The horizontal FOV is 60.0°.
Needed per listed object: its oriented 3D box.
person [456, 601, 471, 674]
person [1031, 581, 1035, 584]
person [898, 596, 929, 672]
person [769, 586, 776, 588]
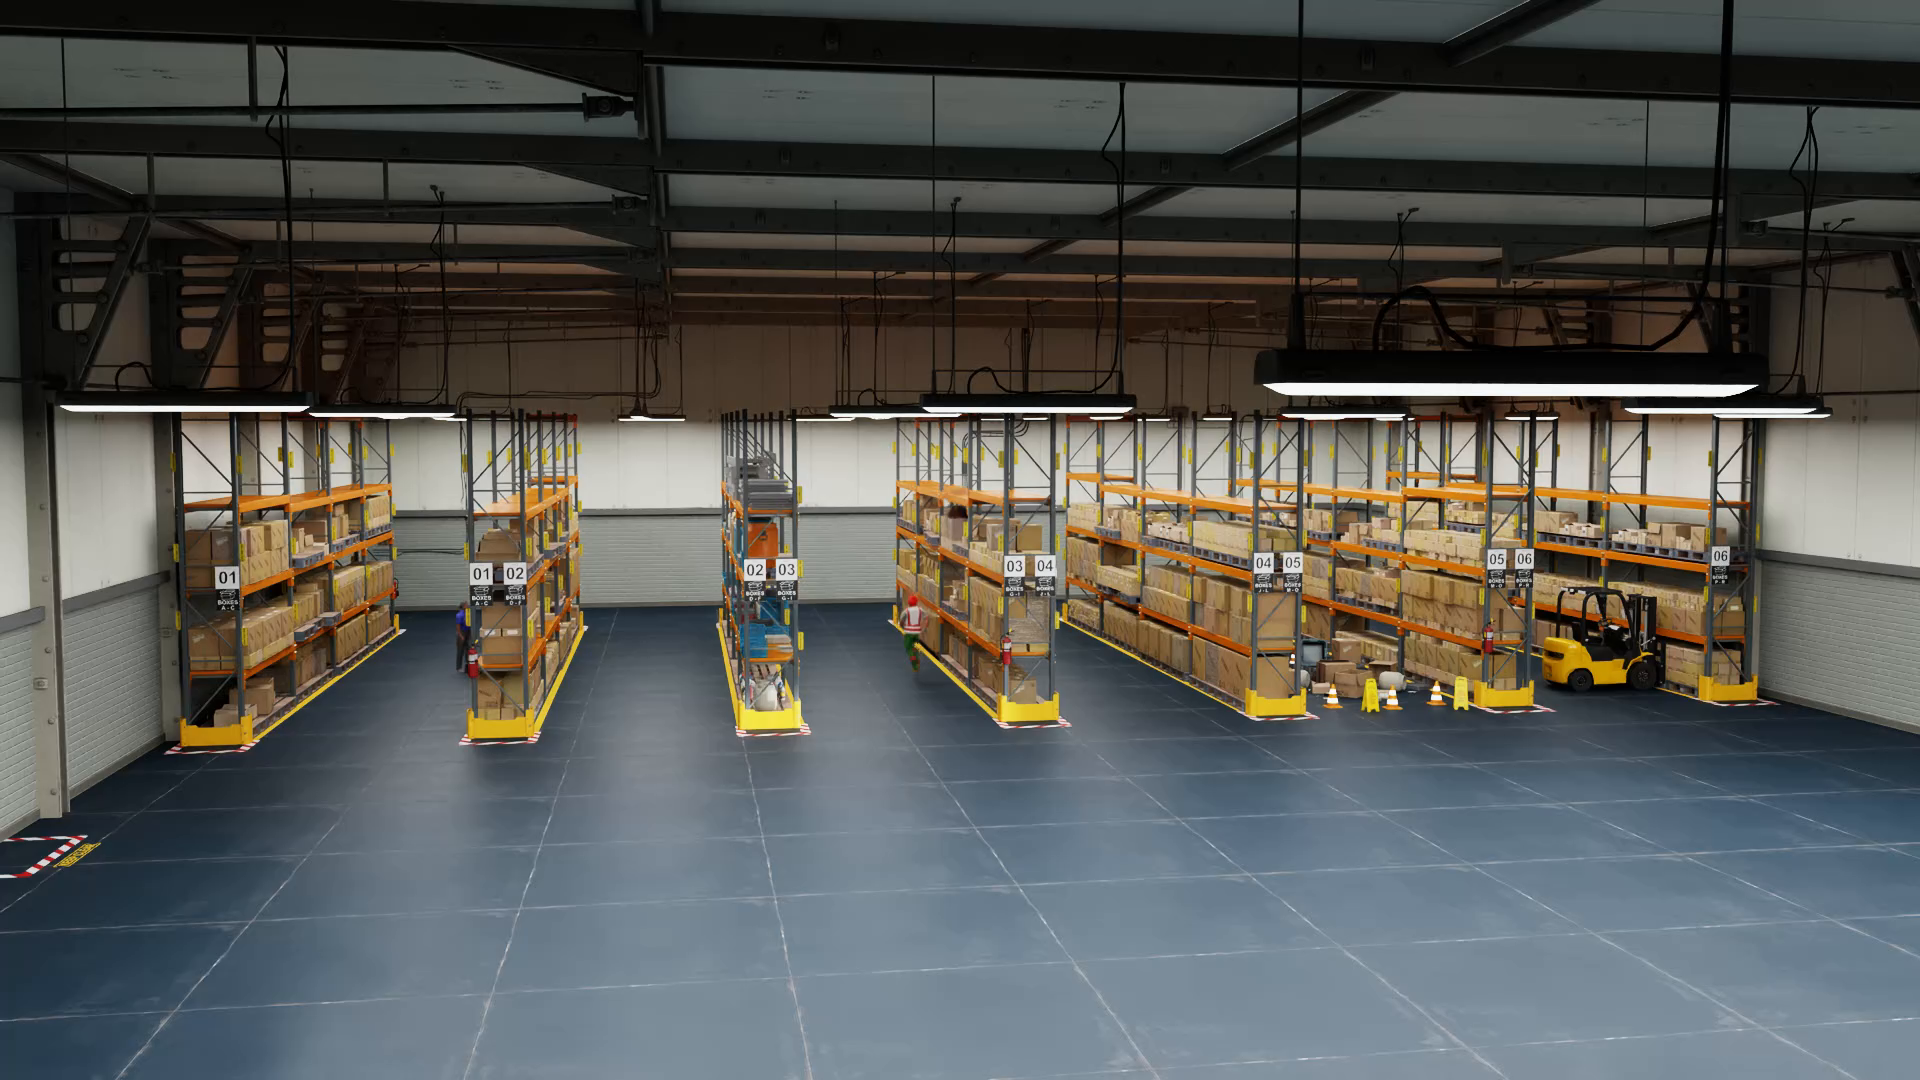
[{"bbox_3d":[-11.383,2.231,38.259,0.425,1.672,0.479,3,5,36],"label":"person"},{"bbox_3d":[2.202,1.444,49.160,0.466,1.680,0.499,3,5,39],"label":"person"},{"bbox_3d":[-1.108,2.110,37.611,0.675,1.716,0.722,-4,6,-44],"label":"person"},{"bbox_3d":[-5.649,1.449,48.869,0.627,1.744,0.569,-1,4,-13],"label":"person"}]
